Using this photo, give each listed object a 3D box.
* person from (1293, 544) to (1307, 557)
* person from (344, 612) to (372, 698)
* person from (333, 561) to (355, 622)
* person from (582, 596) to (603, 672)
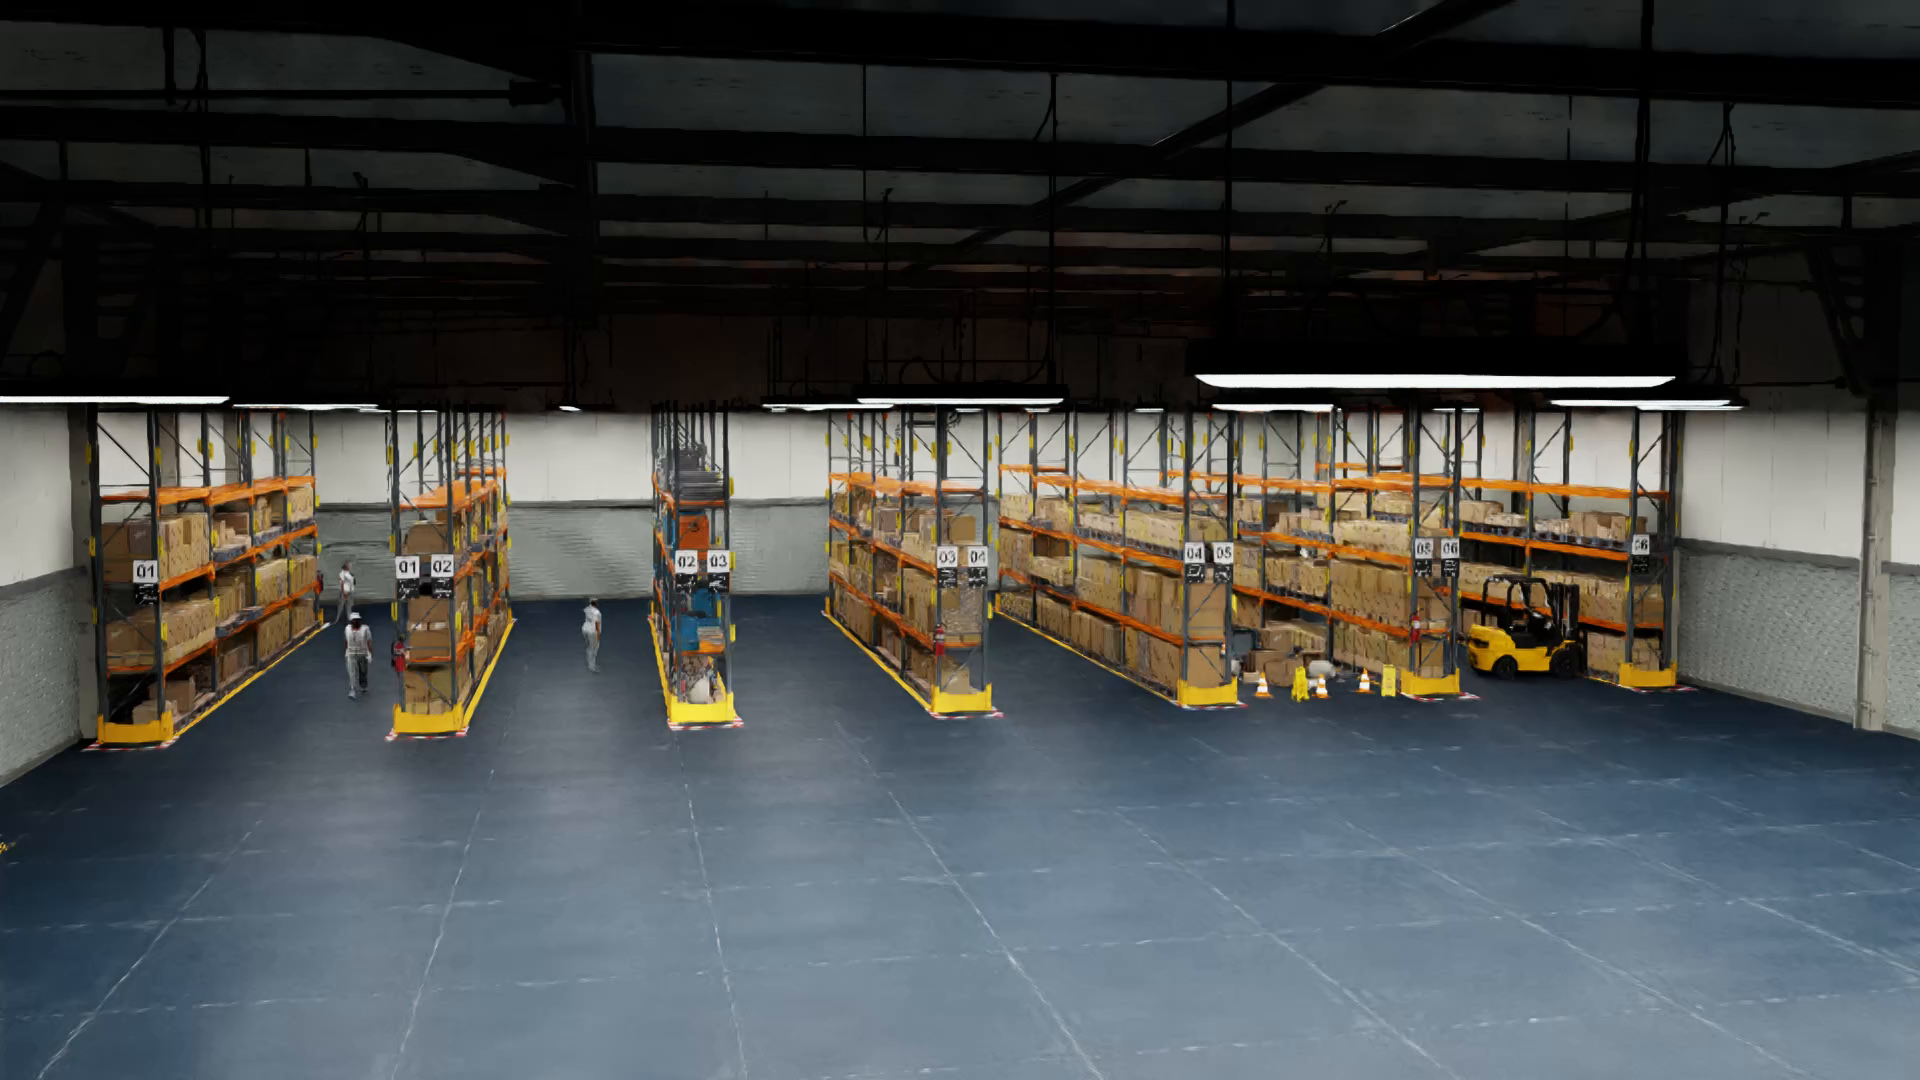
[{"bbox_3d":[10.772,0.892,52.589,0.707,1.763,0.583,-4,6,-39],"label":"person"},{"bbox_3d":[-12.222,2.314,33.759,0.577,1.733,1.043,-1,4,-13],"label":"person"},{"bbox_3d":[-17.025,1.429,45.958,0.435,1.673,0.657,1,5,18],"label":"person"},{"bbox_3d":[-8.178,2.080,37.156,0.463,1.673,0.580,-4,6,-43],"label":"person"}]
